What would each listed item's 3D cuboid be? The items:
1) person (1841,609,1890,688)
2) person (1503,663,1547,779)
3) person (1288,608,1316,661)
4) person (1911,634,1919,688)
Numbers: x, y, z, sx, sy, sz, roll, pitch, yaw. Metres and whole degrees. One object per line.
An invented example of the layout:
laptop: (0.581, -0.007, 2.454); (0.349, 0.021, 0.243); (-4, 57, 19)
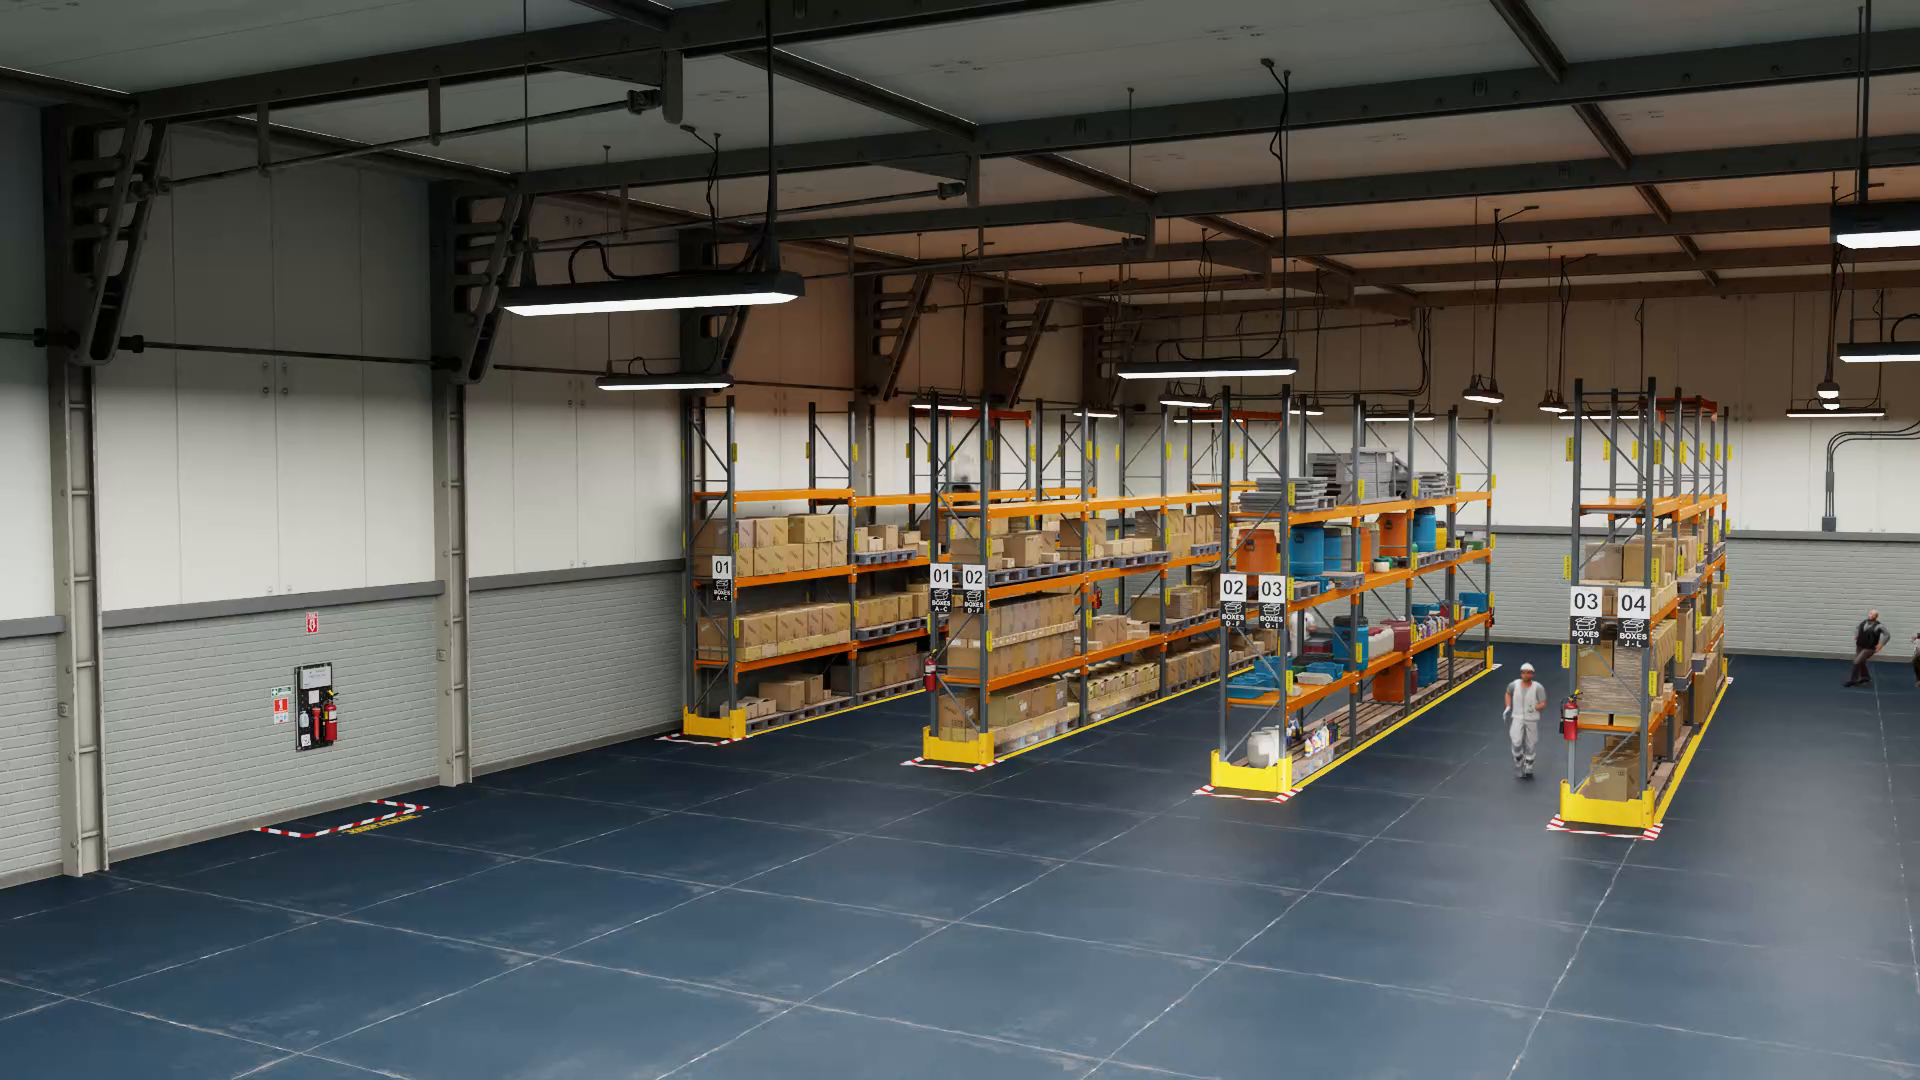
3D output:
person: (19.203, 2.303, 35.261); (0.766, 1.687, 0.806); (-1, 3, -18)
person: (8.636, 2.770, 25.446); (0.649, 1.778, 0.782); (1, 3, 24)
person: (7.414, 2.217, 36.167); (0.648, 1.844, 0.832); (1, 3, 15)
person: (20.587, 2.338, 35.239); (0.728, 1.690, 0.770); (1, 3, 14)
